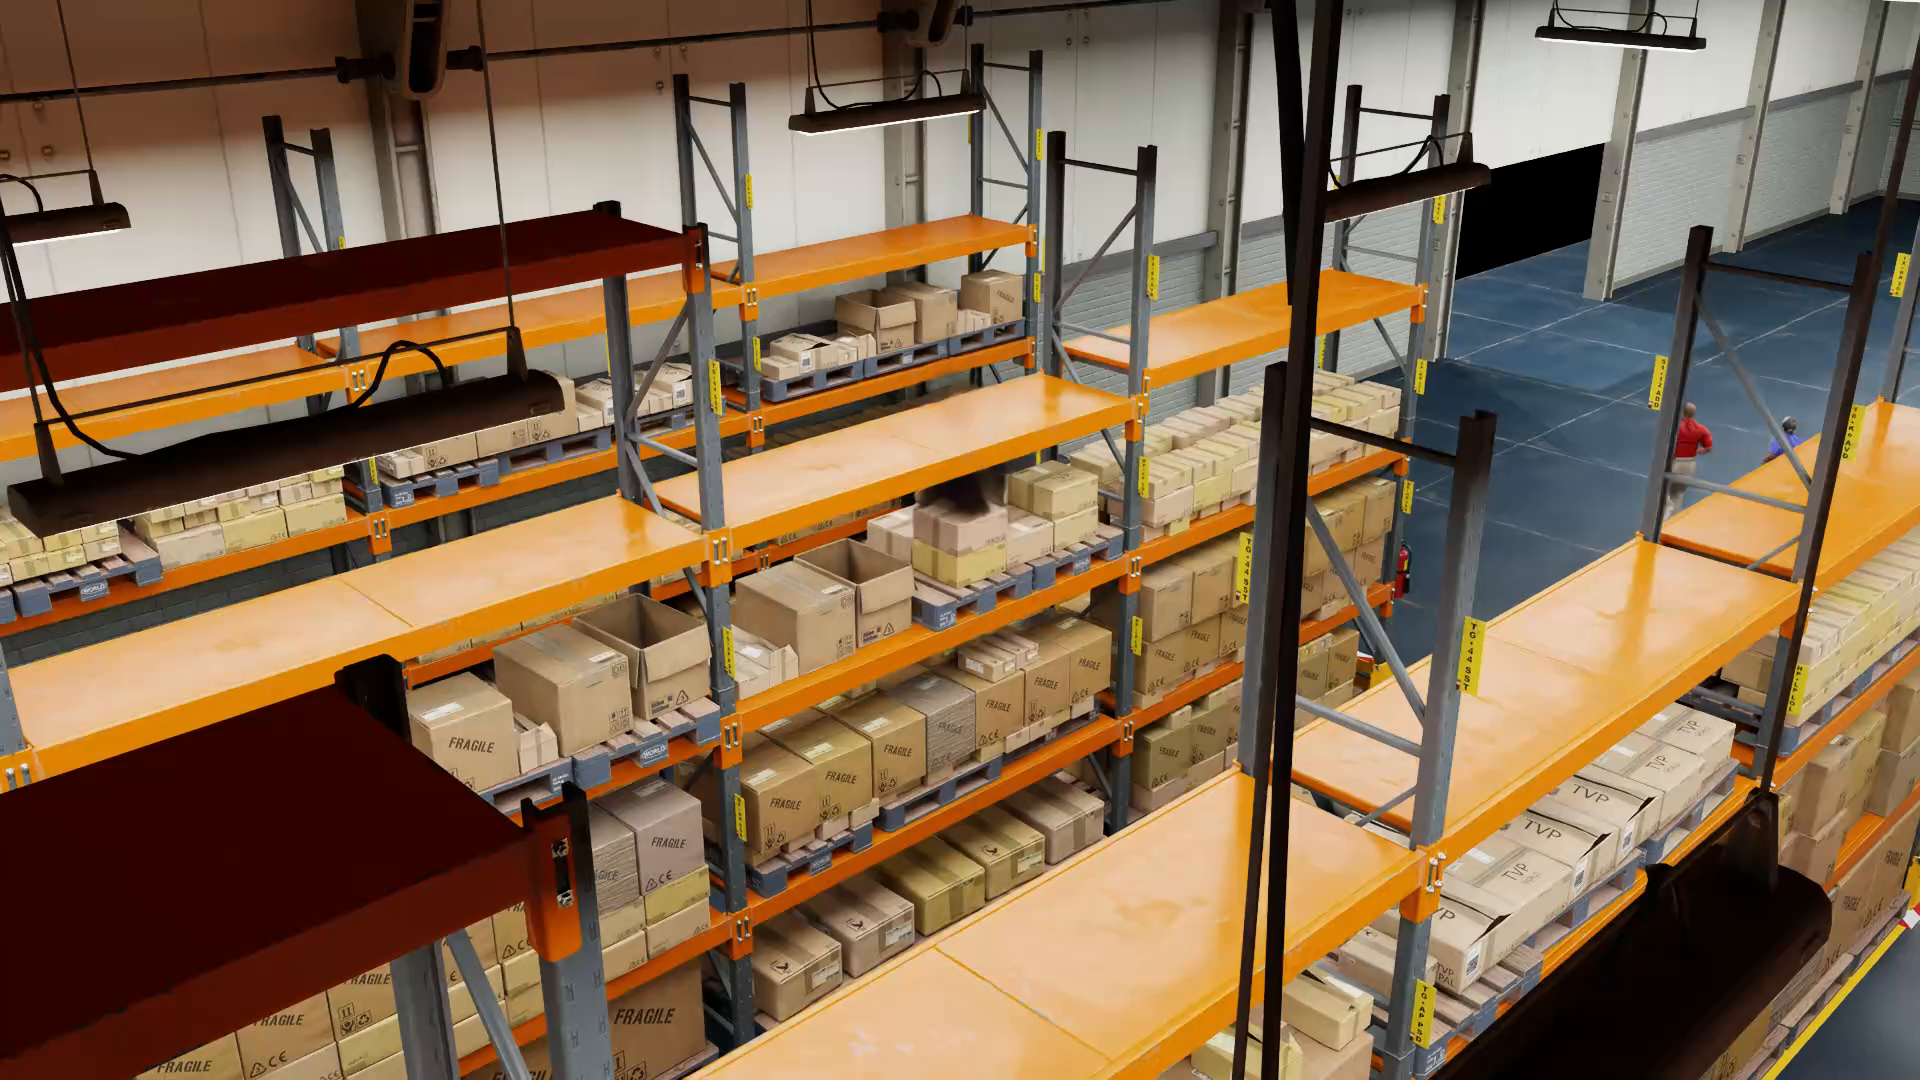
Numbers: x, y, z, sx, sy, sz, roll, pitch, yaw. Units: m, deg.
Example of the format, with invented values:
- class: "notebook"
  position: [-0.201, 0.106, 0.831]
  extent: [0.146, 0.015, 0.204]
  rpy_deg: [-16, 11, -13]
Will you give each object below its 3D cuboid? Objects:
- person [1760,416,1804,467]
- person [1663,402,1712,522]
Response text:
- class: "person"
  position: [10.028, -0.679, 20.345]
  extent: [0.587, 1.686, 0.926]
  rpy_deg: [0, 22, 1]
- class: "person"
  position: [9.019, -0.912, 20.890]
  extent: [0.697, 1.692, 0.618]
  rpy_deg: [2, 23, 5]
